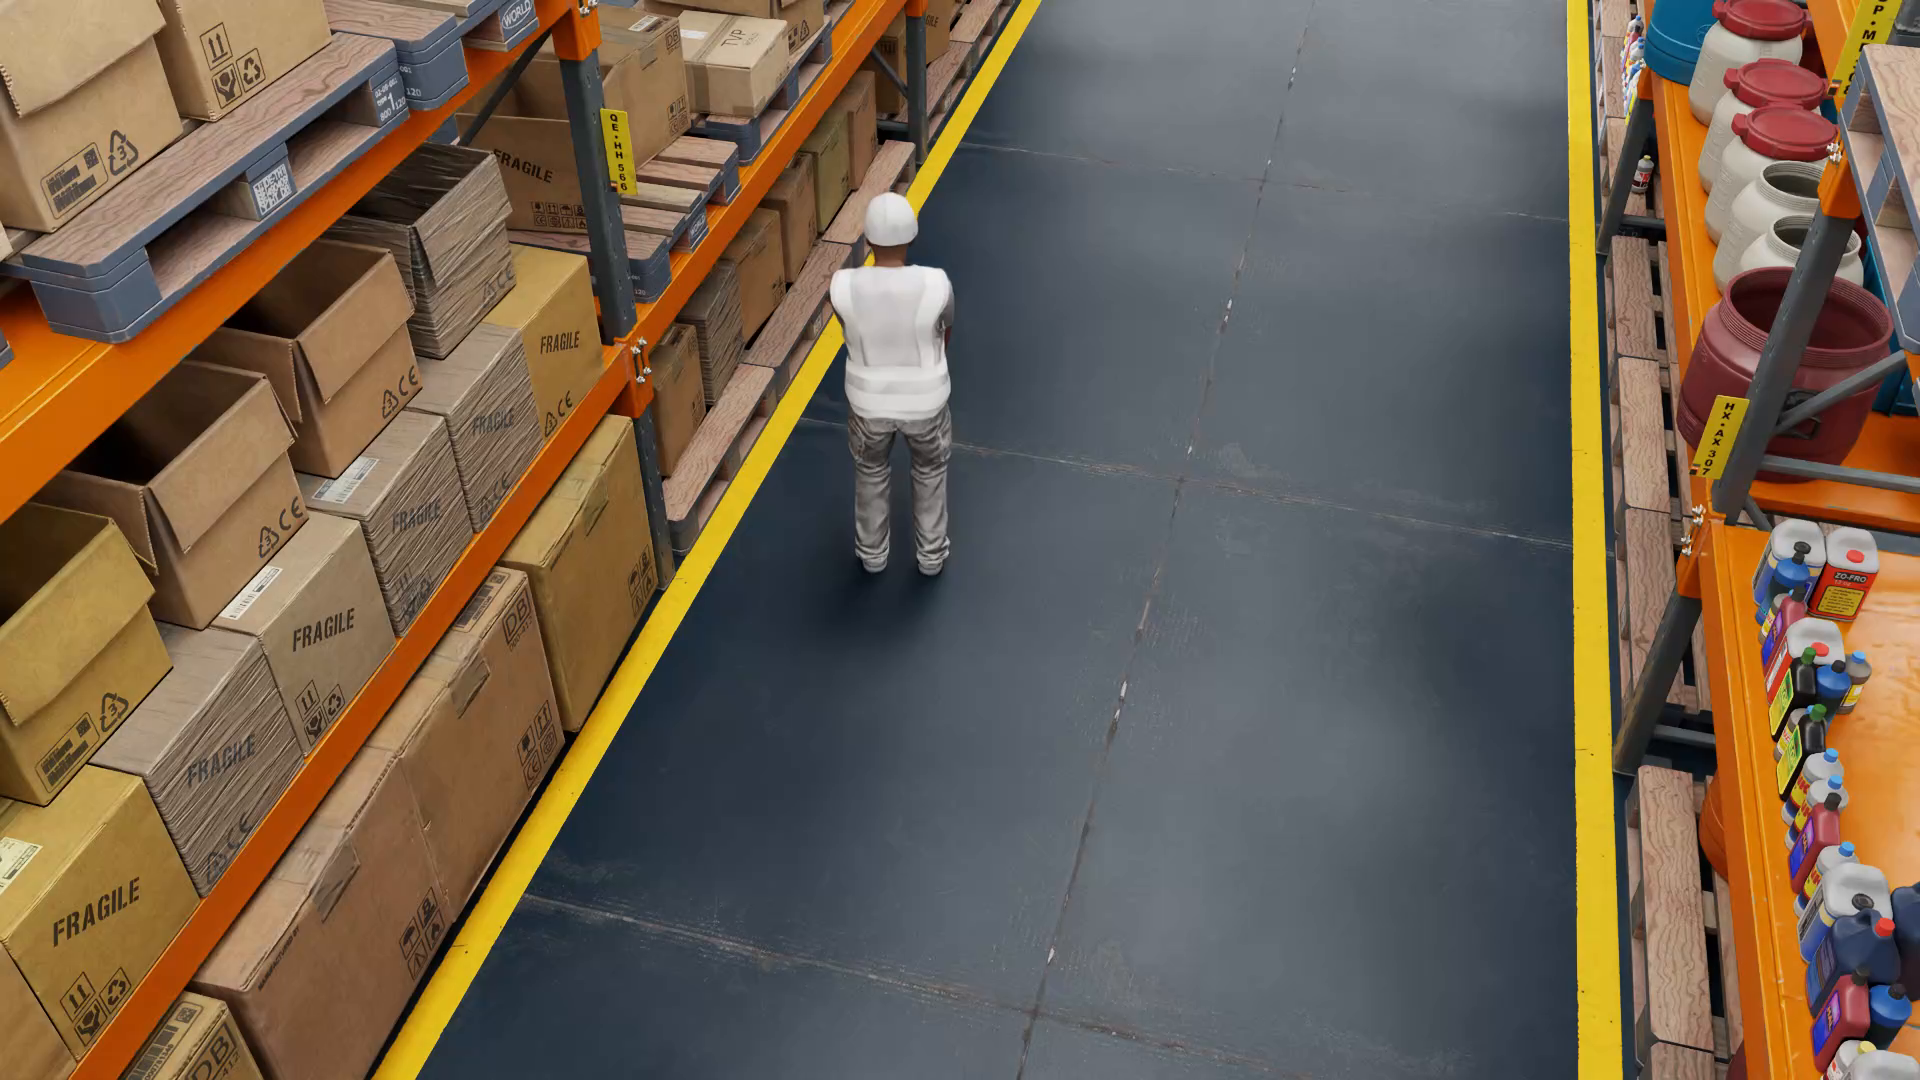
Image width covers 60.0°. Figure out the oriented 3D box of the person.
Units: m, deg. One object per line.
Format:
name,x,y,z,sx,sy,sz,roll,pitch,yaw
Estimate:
person,-0.265,-0.654,6.907,0.492,1.777,0.581,2,41,2
